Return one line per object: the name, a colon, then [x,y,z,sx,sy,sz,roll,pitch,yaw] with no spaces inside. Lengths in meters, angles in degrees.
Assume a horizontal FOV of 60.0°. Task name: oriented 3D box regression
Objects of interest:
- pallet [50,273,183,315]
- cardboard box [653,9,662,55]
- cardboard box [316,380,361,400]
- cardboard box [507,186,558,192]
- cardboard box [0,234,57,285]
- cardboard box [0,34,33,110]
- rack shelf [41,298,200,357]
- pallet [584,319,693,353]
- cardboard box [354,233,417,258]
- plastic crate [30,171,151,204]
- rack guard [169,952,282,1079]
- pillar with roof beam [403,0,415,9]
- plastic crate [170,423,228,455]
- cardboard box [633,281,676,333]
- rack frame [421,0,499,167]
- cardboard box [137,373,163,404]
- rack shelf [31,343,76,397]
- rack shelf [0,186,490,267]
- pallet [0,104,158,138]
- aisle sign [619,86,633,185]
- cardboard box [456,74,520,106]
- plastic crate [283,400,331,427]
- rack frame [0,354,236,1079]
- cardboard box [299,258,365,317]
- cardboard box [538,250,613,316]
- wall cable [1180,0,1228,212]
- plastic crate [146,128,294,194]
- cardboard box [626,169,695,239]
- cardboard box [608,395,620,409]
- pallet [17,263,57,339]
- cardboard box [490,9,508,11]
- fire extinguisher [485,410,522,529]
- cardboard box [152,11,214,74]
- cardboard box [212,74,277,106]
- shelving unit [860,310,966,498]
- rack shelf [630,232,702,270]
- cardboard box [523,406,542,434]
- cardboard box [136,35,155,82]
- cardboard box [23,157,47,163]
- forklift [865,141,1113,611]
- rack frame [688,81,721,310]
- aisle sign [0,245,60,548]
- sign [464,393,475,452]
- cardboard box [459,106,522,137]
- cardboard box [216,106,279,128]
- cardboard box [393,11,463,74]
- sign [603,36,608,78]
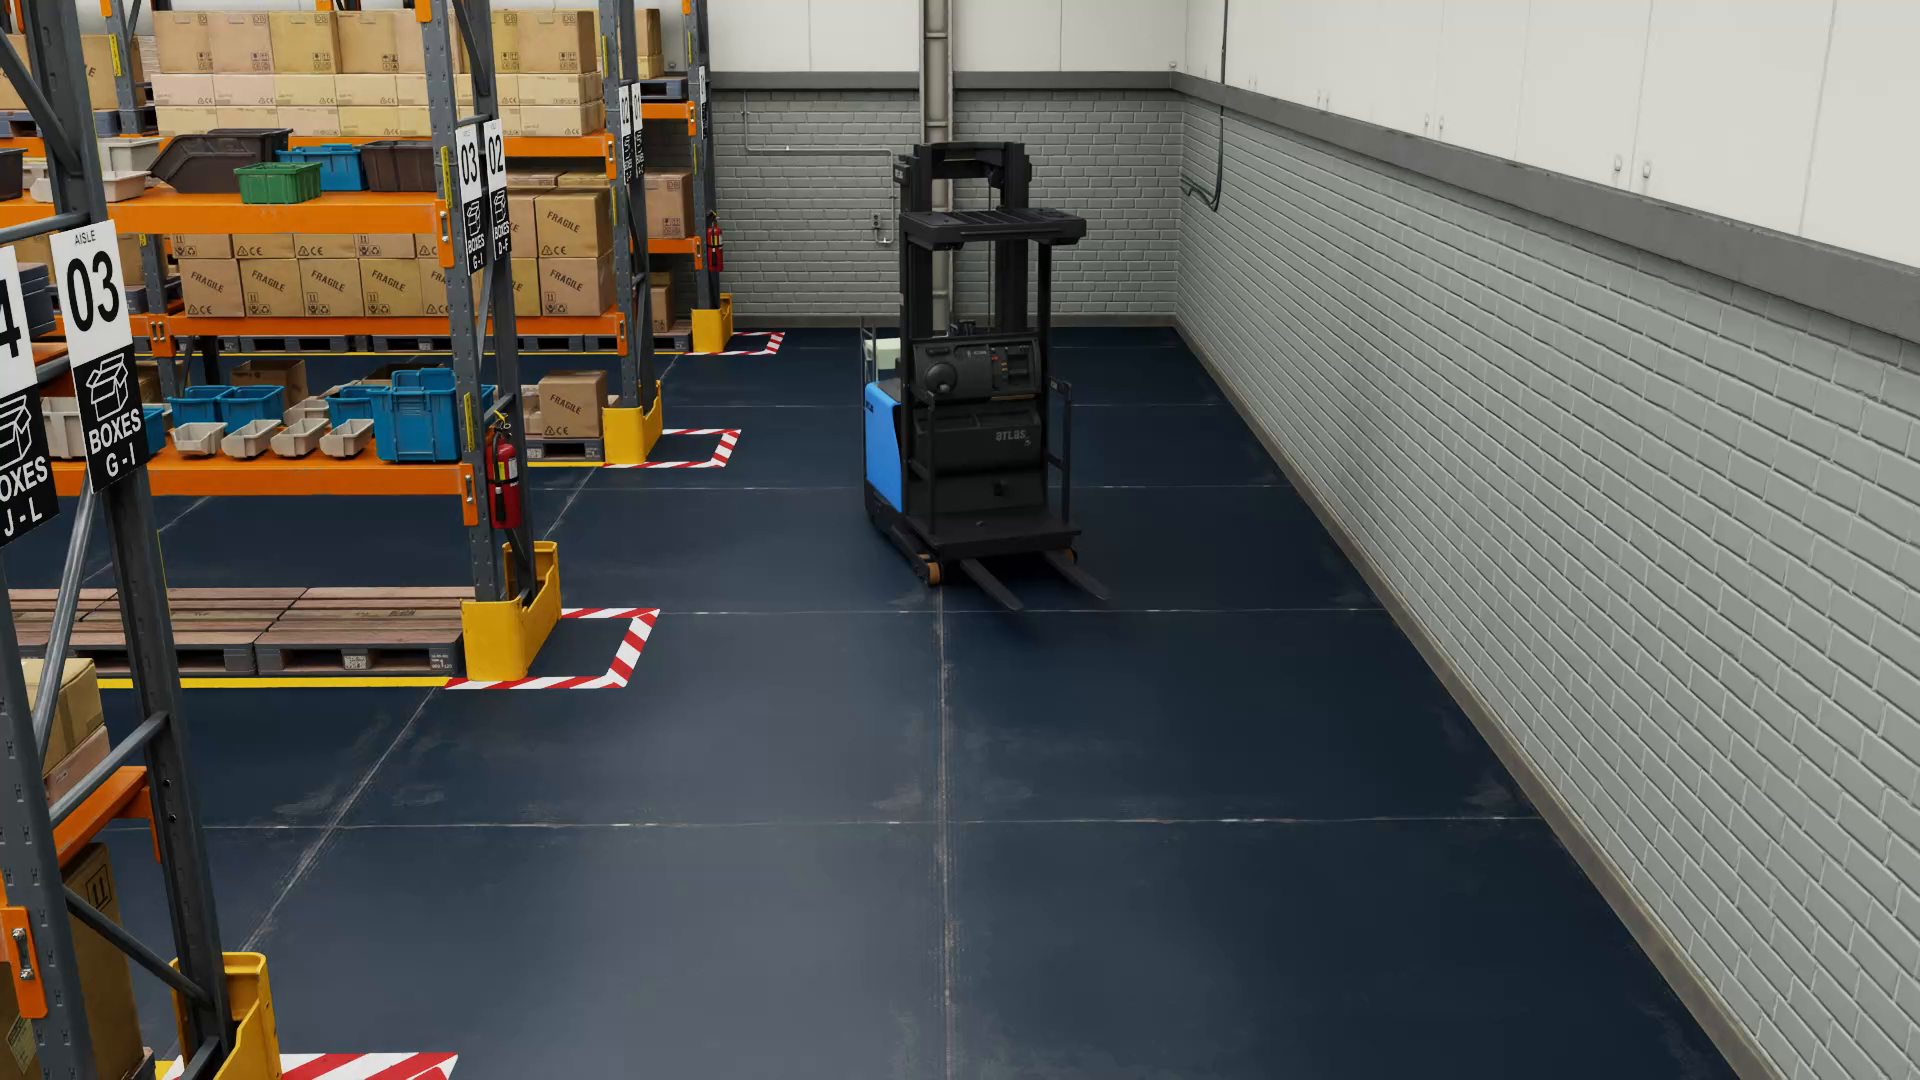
pallet: [-7.689,-2.191,14.781,1.213,0.211,1.003,0,18,-1]
cardboard box: [-3.704,-5.817,19.026,0.500,0.500,0.500,-1,18,-3]
cardboard box: [-5.573,-1.275,15.293,0.500,0.311,0.500,0,18,-1]
cardboard box: [-3.859,-2.869,14.781,0.500,0.500,0.500,0,18,0]
cardboard box: [-8.052,-2.544,14.715,0.500,0.500,0.700,3,18,8]
cardboard box: [-8.061,-3.986,14.138,0.600,0.600,0.600,0,18,-1]
rack shelf: [-8.888,-1.901,14.740,4.000,0.370,1.077,0,18,-1]
pallet: [-3.768,-2.429,19.776,1.213,0.211,1.003,0,18,-1]
cardboard box: [-4.866,-2.701,14.255,0.500,0.500,0.500,0,18,1]
plastic crate: [-4.876,-1.976,9.319,0.530,0.136,0.437,0,18,-1]
rack guard: [-2.712,1.944,5.670,0.348,0.500,1.175,0,18,-1]
pillar with roof beam: [-6.216,-5.575,15.195,0.400,9.000,9.100,0,18,-1]
plastic crate: [-4.490,-0.590,9.810,0.250,0.136,0.298,0,18,-1]
cardboard box: [-3.669,-2.761,19.648,0.500,0.500,0.700,0,18,-1]
rack frame: [-2.814,-3.616,9.087,0.127,3.000,1.000,0,18,-1]
cardboard box: [-7.377,-1.182,14.694,0.500,0.500,0.500,0,18,-1]
rack shelf: [-4.735,-0.323,4.910,4.000,0.370,1.077,0,18,-1]
rack shelf: [-4.814,-1.835,9.625,4.000,0.370,1.077,0,18,-1]
pallet: [-7.541,-3.610,14.287,1.003,0.211,1.213,0,18,-1]
aisle sign: [-2.815,-3.417,14.032,0.004,0.787,0.394,0,18,-1]
cardboard box: [-3.898,-3.784,13.950,0.500,0.250,0.500,0,18,-1]
plastic crate: [-4.066,-0.782,10.408,0.298,0.136,0.250,0,18,-1]
rack frame: [-2.736,0.753,5.288,0.127,3.000,1.000,0,18,-1]
cardboard box: [-5.362,-2.225,14.409,0.500,0.500,0.500,0,18,-1]
cardboard box: [-3.332,-2.234,14.439,0.500,0.500,0.500,0,18,1]
wall cable: [2.691,-5.081,18.739,0.112,2.526,3.097,0,18,-1]
plastic crate: [-4.346,-2.235,9.794,0.767,0.338,0.504,0,18,-1]
cardboard box: [-3.480,-3.922,19.373,0.700,0.700,0.980,1,18,2]
cardboard box: [-3.312,-1.227,15.409,0.250,0.149,0.380,0,18,-1]
pallet: [-3.477,-0.626,4.822,1.213,0.211,1.003,0,18,-1]
cardboard box: [-5.245,-5.654,18.517,0.500,0.500,0.500,0,18,-1]
fire extinguisher: [-2.656,-0.407,9.642,0.183,0.674,0.296,0,18,-1]
cardboard box: [-6.402,-4.219,14.077,0.500,0.500,0.700,0,18,-1]
cardboard box: [-5.898,-3.777,13.928,0.500,0.250,0.500,0,18,-1]
shelving unit: [-0.373,-1.044,13.346,0.755,1.500,0.431,-6,19,-17]
rack shelf: [-4.970,-3.433,19.516,4.000,0.370,1.077,0,18,-1]
cardboard box: [-3.834,-1.080,14.922,0.250,0.166,0.380,0,18,-1]
cardboard box: [-9.403,-5.469,18.891,0.500,0.500,0.700,1,18,2]
cardboard box: [-10.482,-4.226,18.899,0.500,0.250,0.500,0,18,0]
forklift: [0.192,-1.215,11.536,1.130,2.935,3.031,-6,19,-17]
rack frame: [-2.970,-3.785,19.436,0.127,3.000,1.000,0,18,-1]
aisle sign: [-2.659,-0.393,4.606,0.004,0.787,0.394,0,18,-1]
sign: [-2.789,-0.669,9.455,0.005,0.325,0.100,0,18,-1]
cardboard box: [-3.898,-3.547,14.029,0.500,0.250,0.500,0,18,-1]
cardboard box: [-5.898,-3.538,14.000,0.500,0.250,0.500,0,18,-1]
cardboard box: [-4.401,-4.205,14.034,0.500,0.500,0.700,0,18,-1]
sign: [-2.900,-3.952,13.598,0.005,0.325,0.100,0,18,-1]
